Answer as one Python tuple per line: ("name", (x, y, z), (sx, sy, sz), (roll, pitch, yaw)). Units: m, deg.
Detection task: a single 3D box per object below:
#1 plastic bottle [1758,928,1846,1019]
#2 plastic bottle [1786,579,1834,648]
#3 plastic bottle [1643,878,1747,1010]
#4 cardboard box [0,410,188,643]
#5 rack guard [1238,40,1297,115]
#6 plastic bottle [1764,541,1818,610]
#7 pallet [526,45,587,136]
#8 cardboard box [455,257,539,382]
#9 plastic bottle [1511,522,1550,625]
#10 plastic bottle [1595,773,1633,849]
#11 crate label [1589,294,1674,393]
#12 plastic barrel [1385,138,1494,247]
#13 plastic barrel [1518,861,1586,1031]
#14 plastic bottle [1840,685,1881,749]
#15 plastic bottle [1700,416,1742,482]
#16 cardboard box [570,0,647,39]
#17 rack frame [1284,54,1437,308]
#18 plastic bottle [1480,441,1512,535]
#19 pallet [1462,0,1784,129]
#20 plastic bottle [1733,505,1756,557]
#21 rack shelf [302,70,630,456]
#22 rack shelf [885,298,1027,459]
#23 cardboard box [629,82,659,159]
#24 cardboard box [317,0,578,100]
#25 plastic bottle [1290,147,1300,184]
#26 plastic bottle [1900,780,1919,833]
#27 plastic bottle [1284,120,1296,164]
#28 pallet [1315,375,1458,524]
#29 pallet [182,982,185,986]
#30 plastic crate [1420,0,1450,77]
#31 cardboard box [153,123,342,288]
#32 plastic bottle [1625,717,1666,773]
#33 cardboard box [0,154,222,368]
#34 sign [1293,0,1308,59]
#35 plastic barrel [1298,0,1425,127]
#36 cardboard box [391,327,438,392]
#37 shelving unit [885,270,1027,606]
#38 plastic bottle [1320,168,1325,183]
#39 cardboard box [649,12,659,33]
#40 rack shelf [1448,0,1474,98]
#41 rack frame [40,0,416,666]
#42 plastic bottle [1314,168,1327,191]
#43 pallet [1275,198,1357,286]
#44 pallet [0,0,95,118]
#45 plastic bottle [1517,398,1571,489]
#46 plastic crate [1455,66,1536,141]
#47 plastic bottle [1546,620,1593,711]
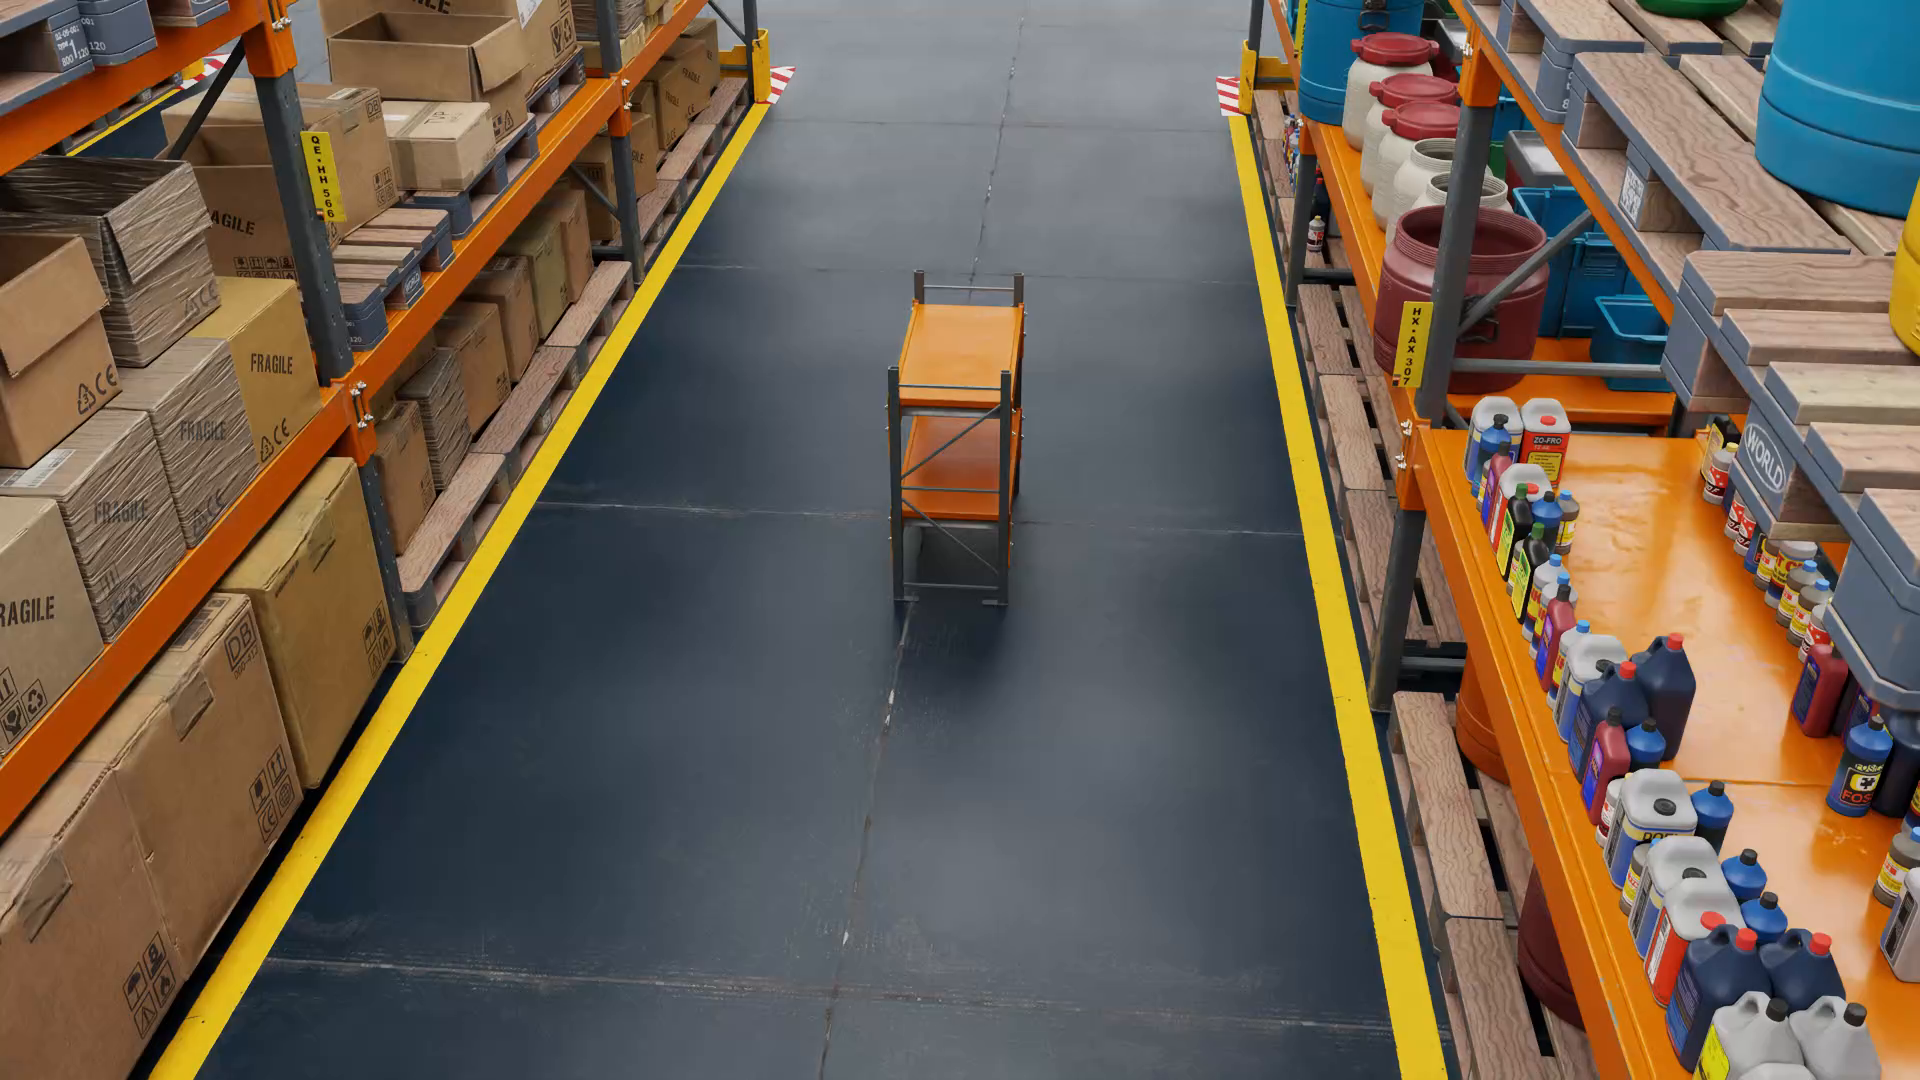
("plastic bottle", (1.721, 0.932, 3.426), (0.144, 0.351, 0.185), (2, 32, 4))
("plastic bottle", (2.438, 0.204, 4.749), (0.097, 0.201, 0.097), (0, 32, 0))
("plastic bottle", (1.594, 0.874, 3.591), (0.152, 0.276, 0.135), (2, 32, 4))
("cardboard box", (-2.676, -0.049, 4.876), (0.500, 0.500, 0.500), (1, 32, 2))
("rack guard", (2.831, -3.673, 13.234), (1.175, 0.500, 0.348), (2, 32, 4))
("plastic bottle", (2.453, 0.072, 4.896), (0.097, 0.271, 0.097), (0, 32, 0))
("pallet", (-2.679, -2.424, 9.007), (1.003, 0.211, 1.213), (2, 32, 4))
("cardboard box", (-2.646, -1.161, 8.738), (0.700, 0.500, 0.500), (0, 32, 0))
("plastic bottle", (1.669, 0.097, 4.845), (0.061, 0.283, 0.133), (2, 32, 4))
("plastic bottle", (1.606, 0.652, 4.022), (0.097, 0.201, 0.097), (0, 32, 0))
("crate label", (2.547, -0.729, 6.233), (0.303, 0.233, 0.416), (2, 32, 4))
("plastic barrel", (2.044, -1.411, 7.074), (0.421, 0.512, 0.421), (0, 32, 0))
("plastic barrel", (2.024, 1.099, 5.006), (0.600, 0.588, 0.708), (2, 32, 4))
("plastic bottle", (2.352, 0.445, 4.280), (0.061, 0.283, 0.133), (2, 32, 4))
("plastic bottle", (2.532, -0.316, 5.516), (0.061, 0.283, 0.133), (2, 32, 4))
("cardboard box", (-2.373, -3.301, 9.868), (0.875, 0.500, 0.500), (2, 32, 4))
("rack frame", (2.465, -2.688, 9.252), (1.000, 3.000, 0.127), (2, 32, 4))
("plastic bottle", (1.710, -0.164, 5.268), (0.061, 0.283, 0.133), (2, 32, 4))
("pallet", (1.979, -1.397, 4.478), (1.003, 0.211, 1.213), (2, 32, 4))
("plastic bottle", (2.477, -0.050, 5.162), (0.097, 0.201, 0.097), (0, 32, 0))
("rack shelf", (-2.634, -1.547, 8.087), (1.077, 0.370, 4.000), (2, 32, 4))
("rack shelf", (-0.001, -0.725, 7.296), (0.538, 0.278, 1.000), (2, 32, 4))
("cardboard box", (-2.388, -2.849, 11.496), (0.500, 0.500, 0.500), (0, 32, 0))
("cardboard box", (-2.676, -2.924, 8.663), (1.000, 1.000, 1.000), (3, 32, 4))
("plastic bottle", (2.280, -2.533, 11.182), (0.097, 0.271, 0.097), (0, 32, 0))
("plastic bottle", (2.370, 0.609, 4.026), (0.097, 0.271, 0.097), (0, 32, 0))
("plastic bottle", (2.296, -2.758, 11.535), (0.061, 0.283, 0.133), (3, 32, 5))
("pallet", (2.343, -0.448, 8.276), (1.003, 0.211, 1.213), (2, 32, 4))
("pallet", (-3.039, 1.425, 5.237), (1.003, 0.211, 1.213), (2, 32, 4))
("plastic crate", (2.634, -2.929, 9.704), (0.767, 0.338, 0.504), (2, 32, 4))
("cardboard box", (-2.793, -1.313, 6.526), (0.500, 0.500, 0.500), (-1, 32, -2))
("plastic bottle", (1.678, 0.555, 4.113), (0.097, 0.271, 0.097), (0, 32, 0))
("cardboard box", (-2.873, -0.895, 5.293), (0.797, 0.503, 0.637), (3, 32, 6))
("sign", (1.918, -2.835, 9.227), (0.100, 0.325, 0.005), (2, 32, 4))
("plastic barrel", (2.132, -2.712, 8.814), (0.600, 0.901, 0.708), (2, 32, 4))
("cardboard box", (-2.740, -0.879, 7.566), (0.500, 0.250, 0.500), (6, 32, 10))
("shelving unit", (-0.001, -0.475, 7.449), (0.538, 1.125, 1.048), (2, 32, 4))
("plastic bottle", (2.376, -2.346, 10.867), (0.061, 0.283, 0.133), (2, 32, 4))
("cardboard box", (-2.117, -3.285, 10.461), (0.380, 0.149, 0.250), (2, 32, 4))
("rack shelf", (2.302, -2.612, 6.957), (1.077, 0.370, 4.000), (2, 32, 4))
("rack frame", (-2.797, -0.807, 6.201), (1.000, 3.000, 0.127), (2, 32, 4))
("plastic bottle", (2.246, -2.197, 10.561), (0.144, 0.351, 0.185), (1, 32, 2))
("pallet", (2.561, -1.850, 10.550), (1.003, 0.211, 1.213), (2, 32, 4))
("pallet", (-2.885, -1.080, 3.965), (1.003, 0.211, 1.213), (4, 32, 6))
("plastic bottle", (1.933, -0.324, 5.535), (0.152, 0.276, 0.135), (2, 32, 4))
("plastic crate", (2.685, -2.091, 8.299), (0.392, 0.384, 0.575), (2, 32, 4))
("plastic bottle", (1.651, 0.335, 4.470), (0.097, 0.271, 0.097), (0, 32, 0))
